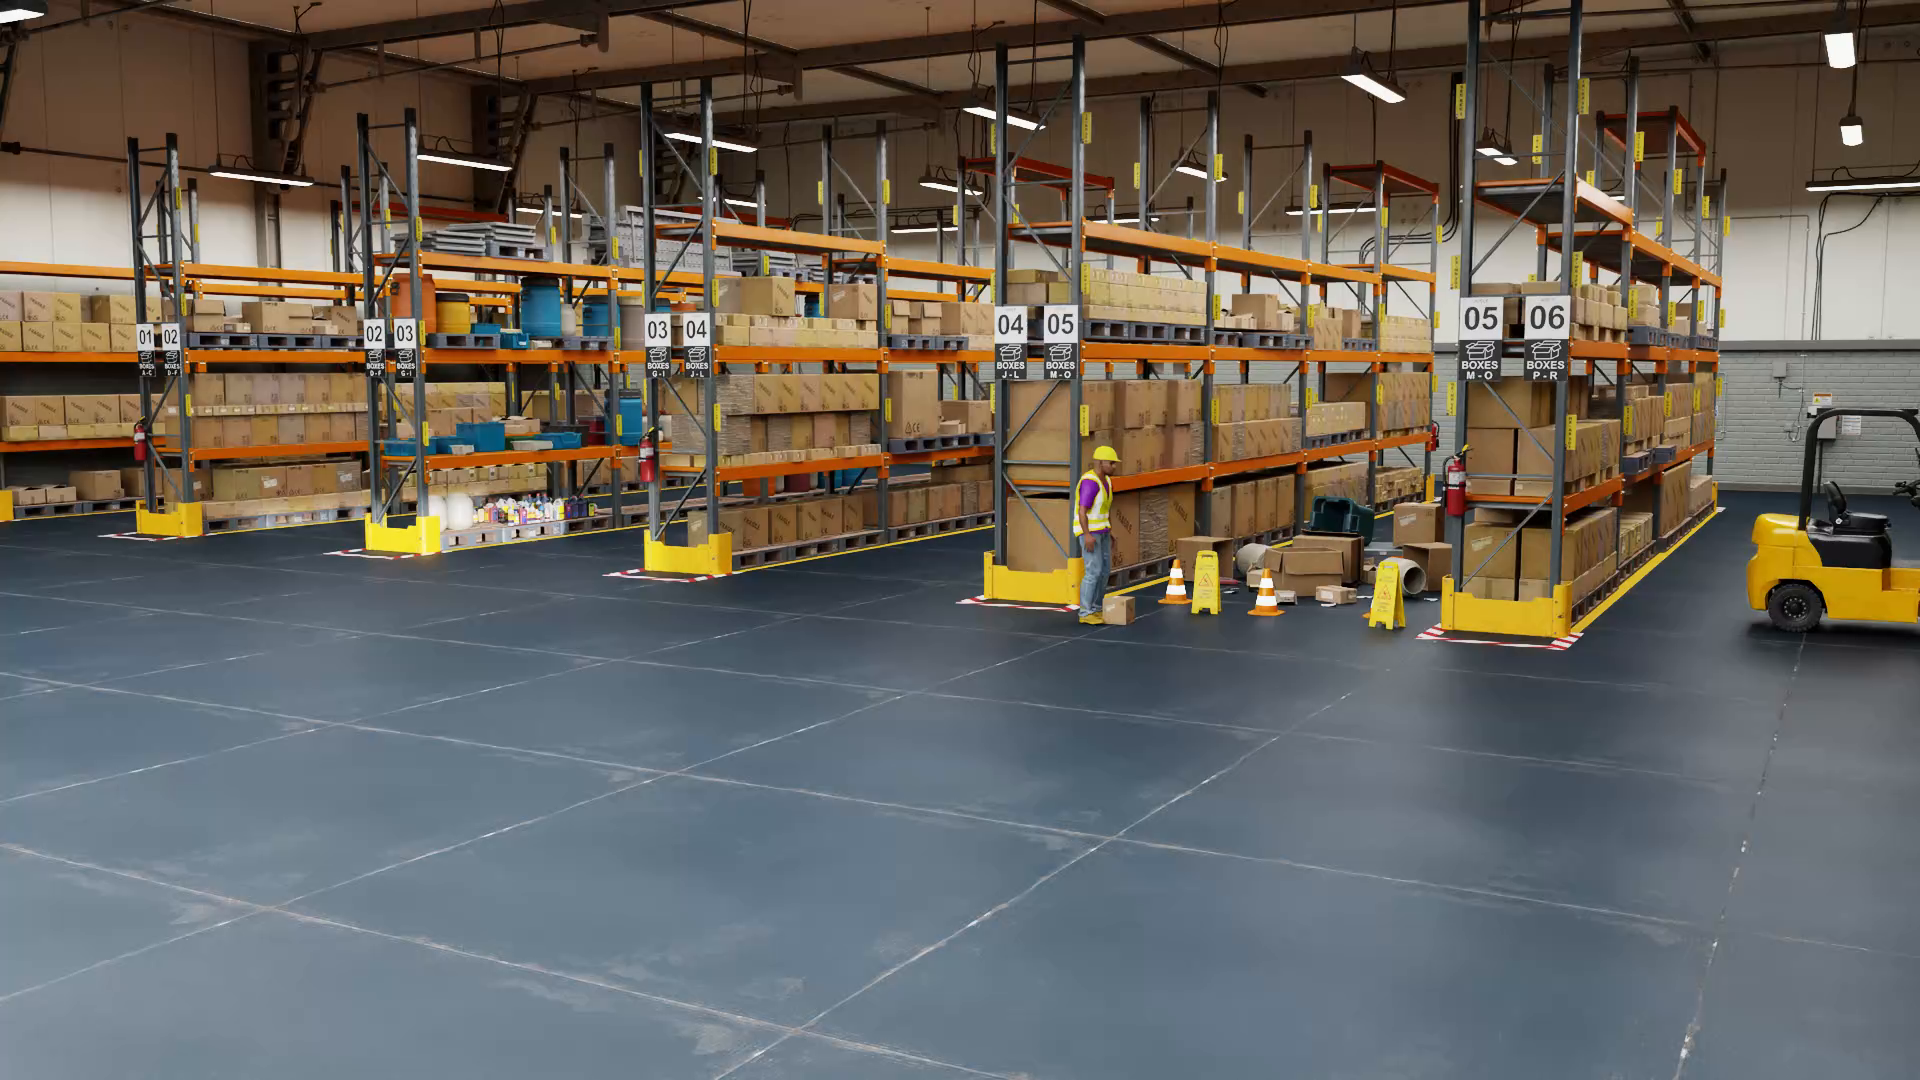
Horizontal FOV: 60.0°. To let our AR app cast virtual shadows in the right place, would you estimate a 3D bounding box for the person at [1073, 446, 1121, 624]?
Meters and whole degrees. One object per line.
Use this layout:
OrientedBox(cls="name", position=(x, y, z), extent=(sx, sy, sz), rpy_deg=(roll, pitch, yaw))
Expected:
OrientedBox(cls="person", position=(1.379, -0.057, 16.616), extent=(0.456, 1.758, 0.627), rpy_deg=(3, 7, 29))
